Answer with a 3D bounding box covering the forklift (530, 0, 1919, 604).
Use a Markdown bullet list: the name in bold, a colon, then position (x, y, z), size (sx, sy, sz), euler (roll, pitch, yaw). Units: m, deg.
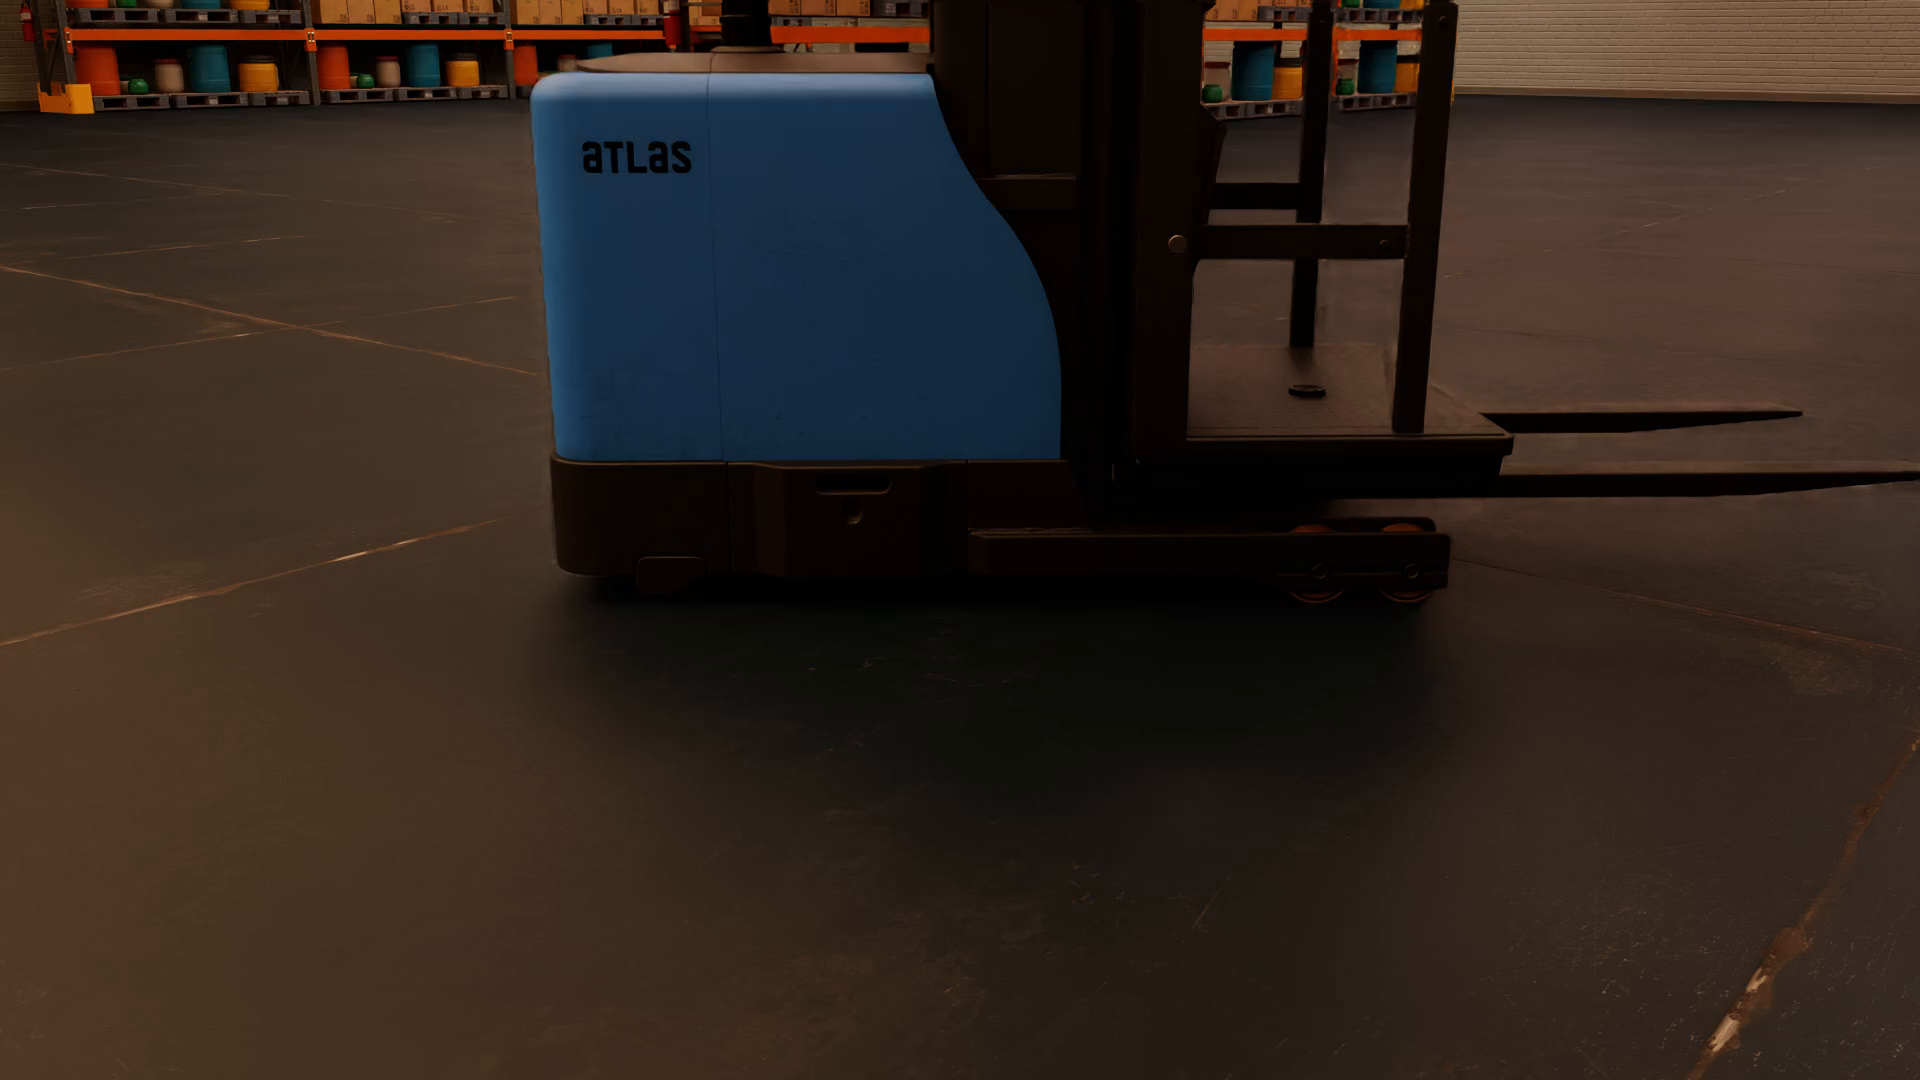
- **forklift**: position (0.646, -1.422, 3.580), size (3.031, 2.935, 1.130), euler (0, 17, -1)
